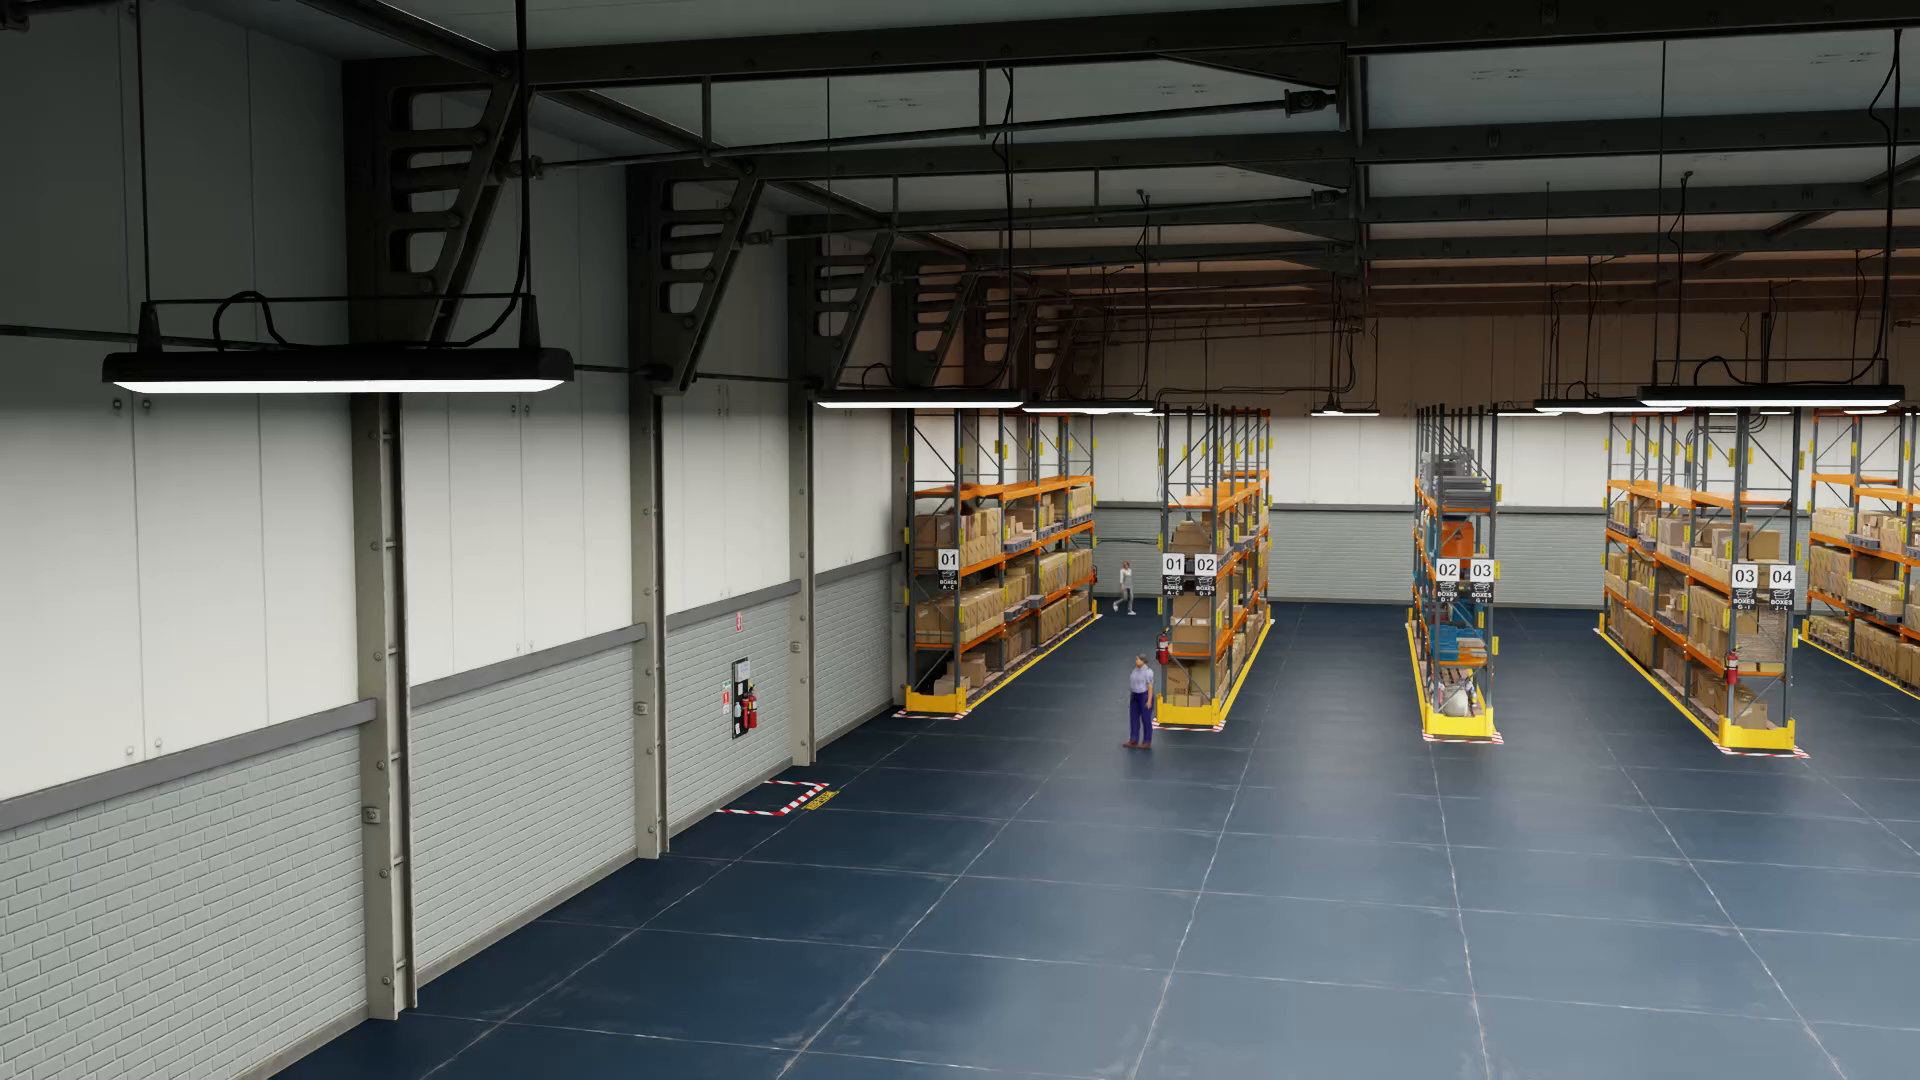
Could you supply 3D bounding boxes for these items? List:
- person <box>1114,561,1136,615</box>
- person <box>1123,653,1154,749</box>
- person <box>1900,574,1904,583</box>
[{"bbox_3d":[4.805,1.394,48.492,0.640,1.577,0.465,4,6,43],"label":"person"},{"bbox_3d":[3.130,2.788,28.924,0.429,1.663,0.492,-3,5,-40],"label":"person"},{"bbox_3d":[23.915,1.751,42.225,0.391,1.798,0.556,3,5,37],"label":"person"}]
